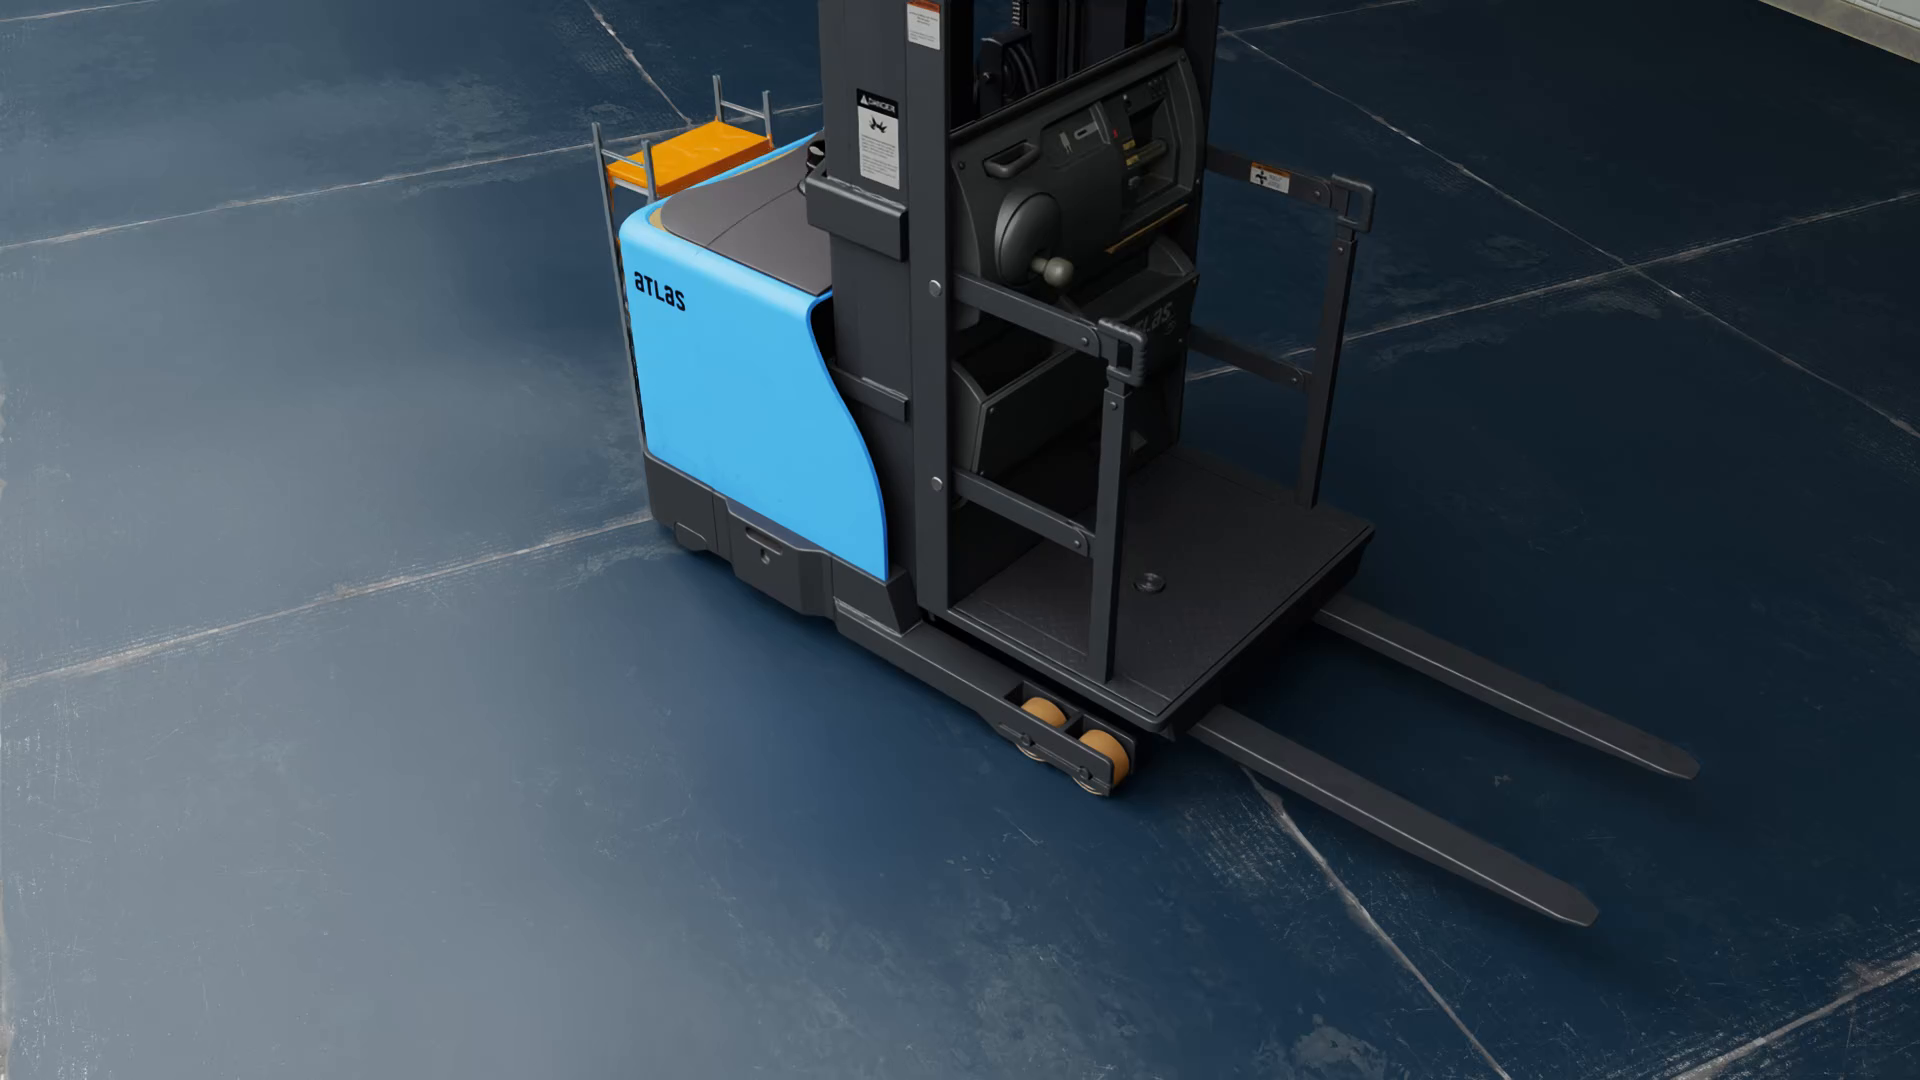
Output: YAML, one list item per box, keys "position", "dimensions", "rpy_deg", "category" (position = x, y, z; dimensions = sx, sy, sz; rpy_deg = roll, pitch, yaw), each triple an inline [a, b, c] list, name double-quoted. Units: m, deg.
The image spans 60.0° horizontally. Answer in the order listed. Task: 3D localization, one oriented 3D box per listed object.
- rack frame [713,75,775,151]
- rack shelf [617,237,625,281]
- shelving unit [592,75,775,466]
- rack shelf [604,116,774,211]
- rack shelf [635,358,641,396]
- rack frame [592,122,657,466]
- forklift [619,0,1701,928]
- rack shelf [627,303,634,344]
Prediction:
- position: [-0.665, -0.922, 5.481]
  dimensions: [0.240, 1.200, 0.015]
  rpy_deg: [25, 43, 32]
  category: "rack frame"
- position: [-0.823, -0.937, 5.238]
  dimensions: [0.258, 0.148, 0.480]
  rpy_deg: [25, 43, 32]
  category: "rack shelf"
- position: [-0.821, -0.810, 5.330]
  dimensions: [0.258, 1.200, 0.503]
  rpy_deg: [25, 43, 32]
  category: "shelving unit"
- position: [-0.827, -1.128, 5.100]
  dimensions: [0.258, 0.148, 0.480]
  rpy_deg: [25, 43, 32]
  category: "rack shelf"
- position: [-0.817, -0.594, 5.485]
  dimensions: [0.258, 0.148, 0.480]
  rpy_deg: [25, 43, 32]
  category: "rack shelf"
- position: [-0.976, -0.698, 5.179]
  dimensions: [0.240, 1.200, 0.015]
  rpy_deg: [25, 43, 32]
  category: "rack frame"
- position: [0.470, -0.870, 3.962]
  dimensions: [3.031, 2.935, 1.130]
  rpy_deg: [27, 44, 31]
  category: "forklift"
- position: [-0.820, -0.755, 5.369]
  dimensions: [0.258, 0.148, 0.480]
  rpy_deg: [25, 43, 32]
  category: "rack shelf"
